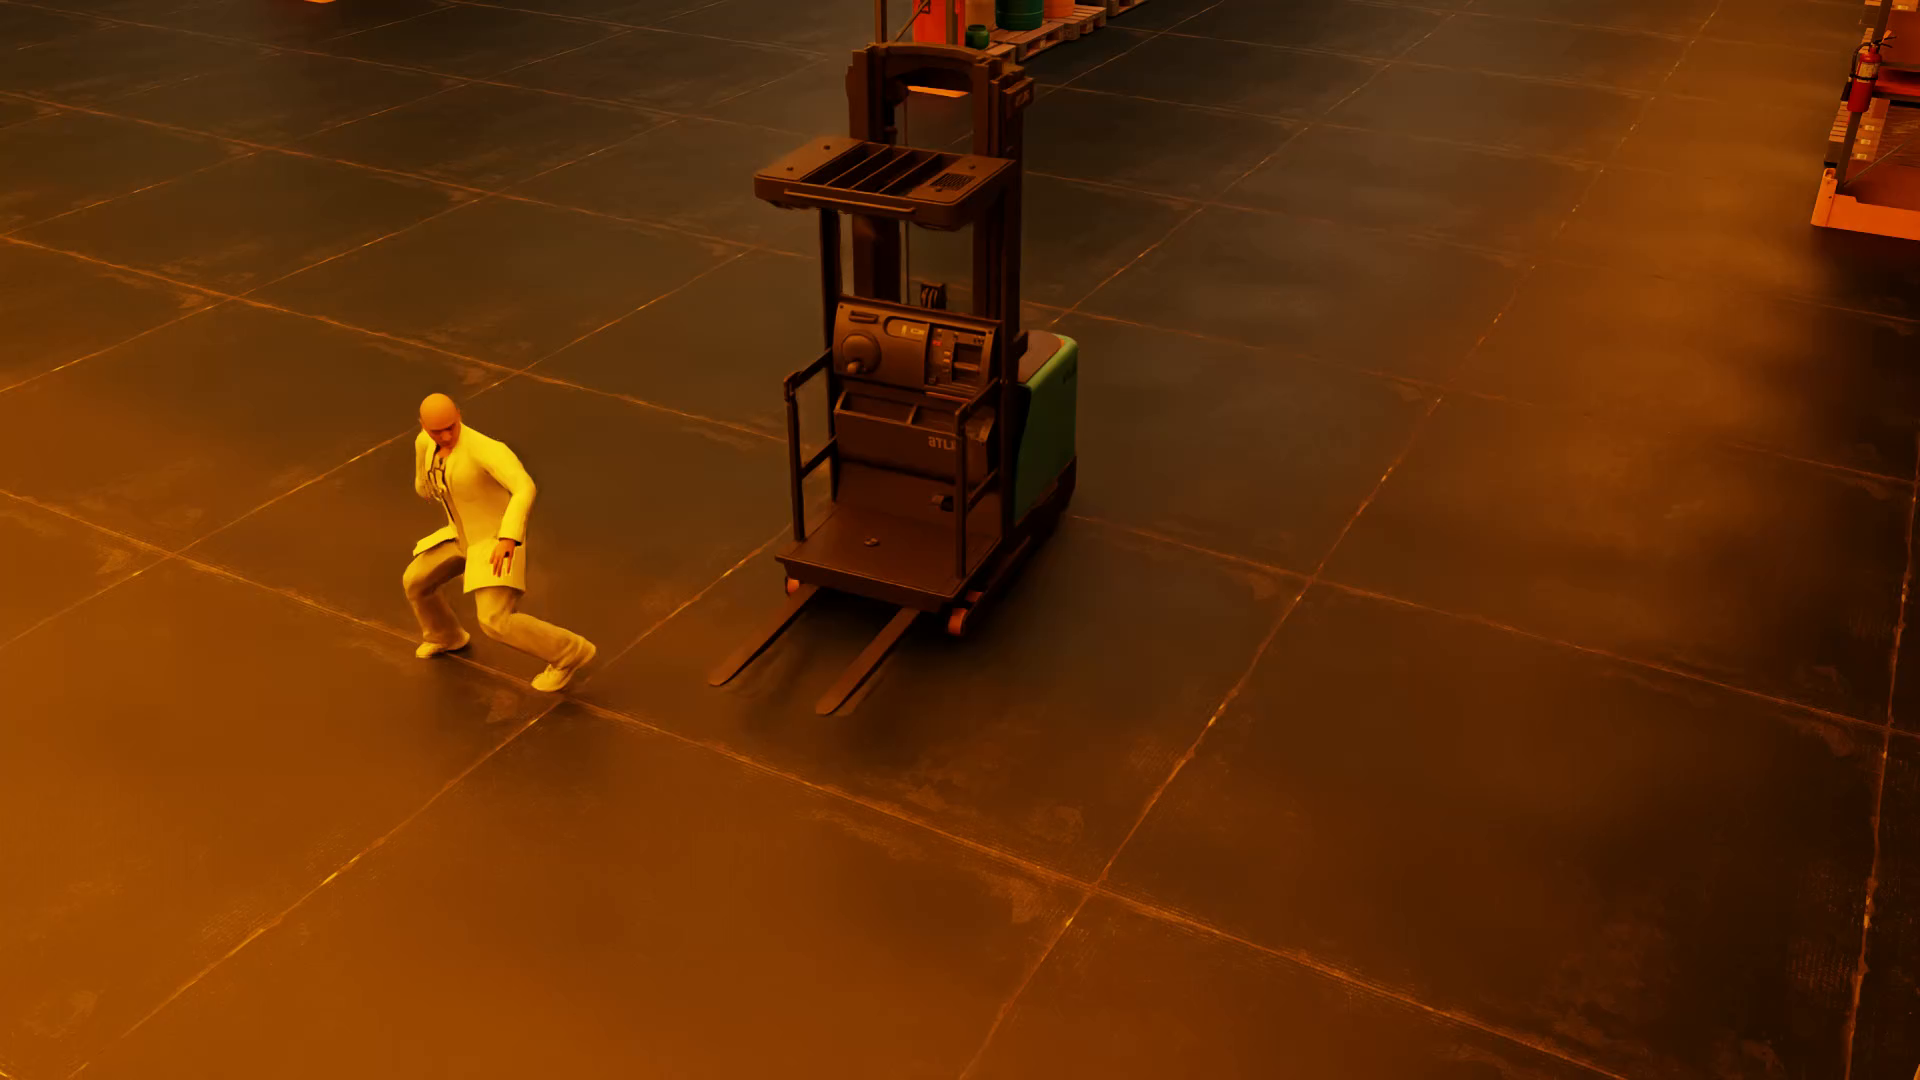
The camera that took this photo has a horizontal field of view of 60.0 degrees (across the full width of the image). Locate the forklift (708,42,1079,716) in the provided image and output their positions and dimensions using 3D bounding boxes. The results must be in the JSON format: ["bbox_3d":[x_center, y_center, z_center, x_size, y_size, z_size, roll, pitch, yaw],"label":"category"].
[{"bbox_3d":[-0.337,-0.982,8.773,1.130,2.935,3.031,13,32,21],"label":"forklift"}]

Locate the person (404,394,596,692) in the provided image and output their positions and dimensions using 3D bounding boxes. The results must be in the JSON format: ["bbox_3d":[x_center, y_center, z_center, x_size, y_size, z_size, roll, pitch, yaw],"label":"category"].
[{"bbox_3d":[-2.498,-0.008,8.488,1.223,1.684,0.571,25,38,36],"label":"person"}]
